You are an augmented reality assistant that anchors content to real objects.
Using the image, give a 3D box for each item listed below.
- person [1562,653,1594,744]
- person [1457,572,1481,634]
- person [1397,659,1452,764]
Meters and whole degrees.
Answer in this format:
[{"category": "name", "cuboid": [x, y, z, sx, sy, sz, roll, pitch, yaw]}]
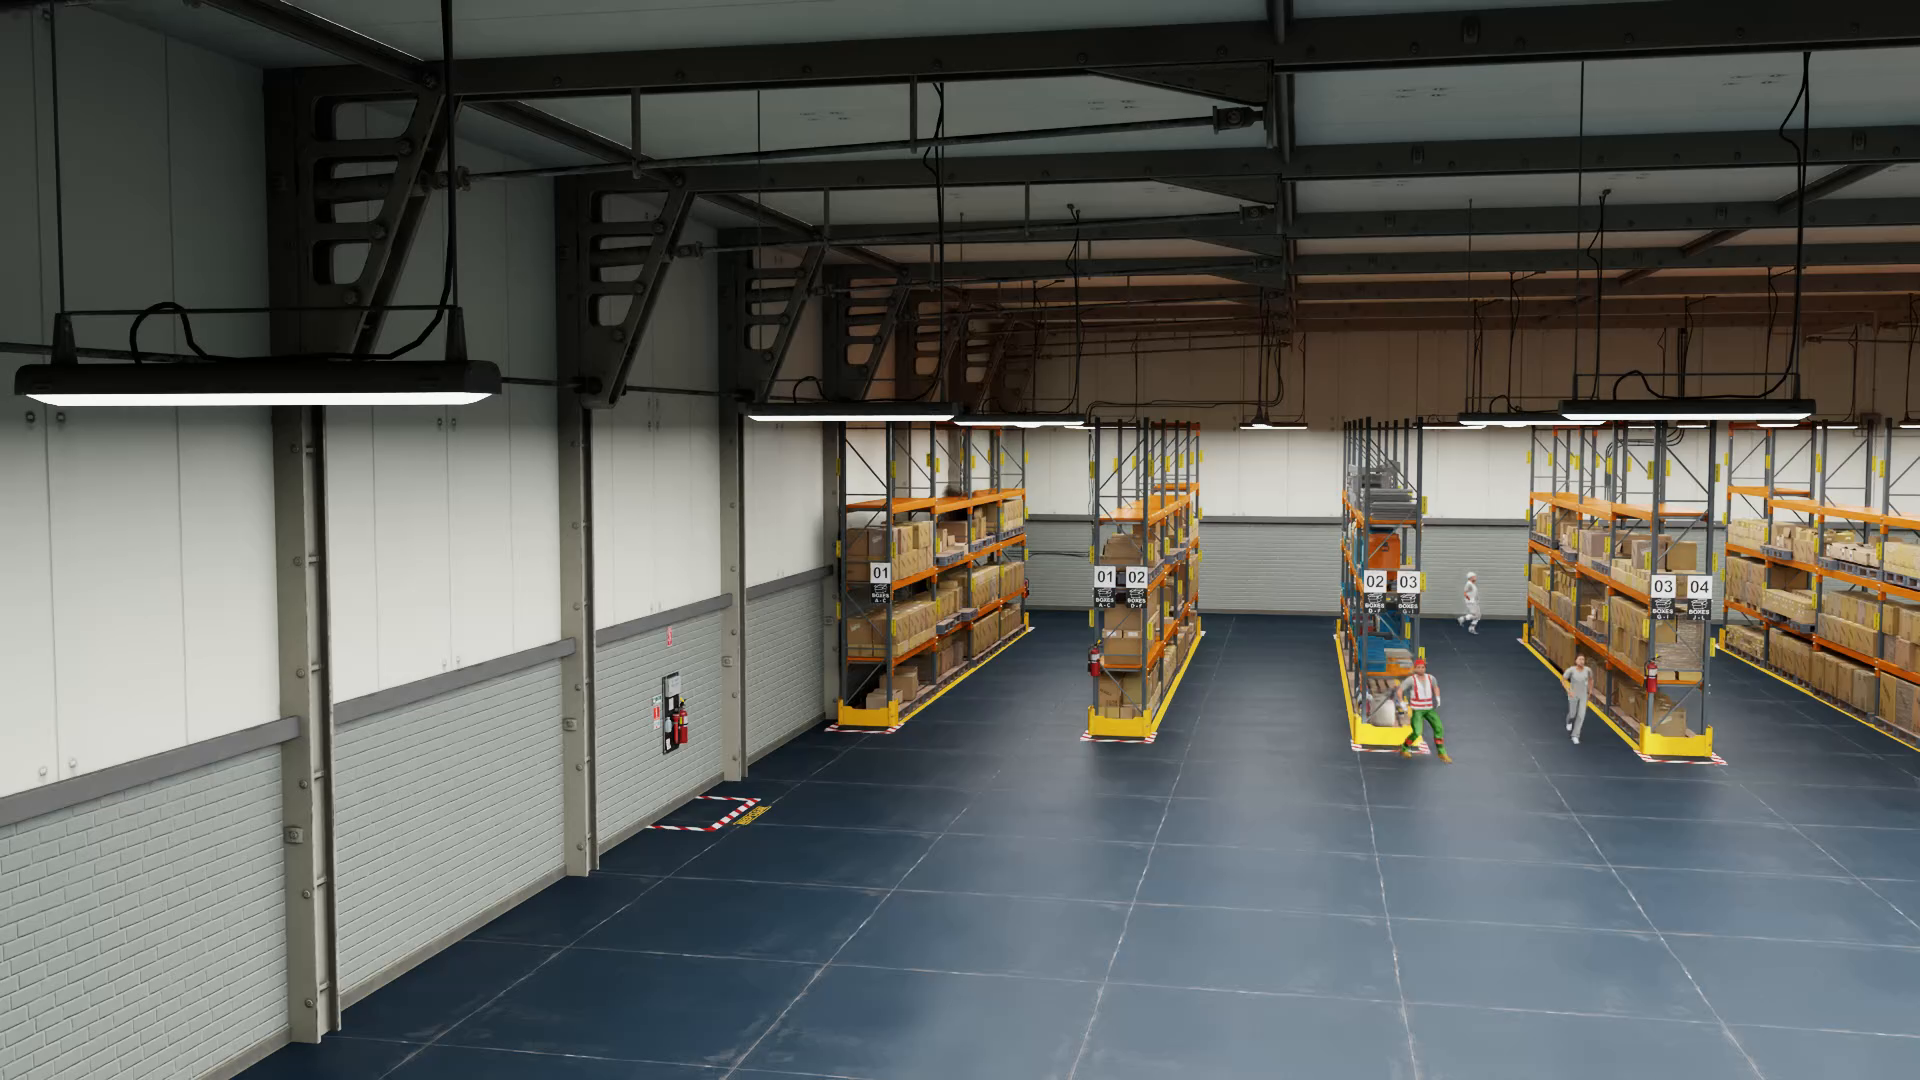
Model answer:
[{"category": "person", "cuboid": [11.472, 2.911, 30.884, 0.588, 1.648, 0.767, 0, 4, 5]}, {"category": "person", "cuboid": [14.517, 1.794, 47.393, 0.611, 1.752, 0.670, 2, 4, 28]}, {"category": "person", "cuboid": [8.062, 2.967, 28.914, 0.812, 1.773, 0.714, -1, 4, -19]}]
